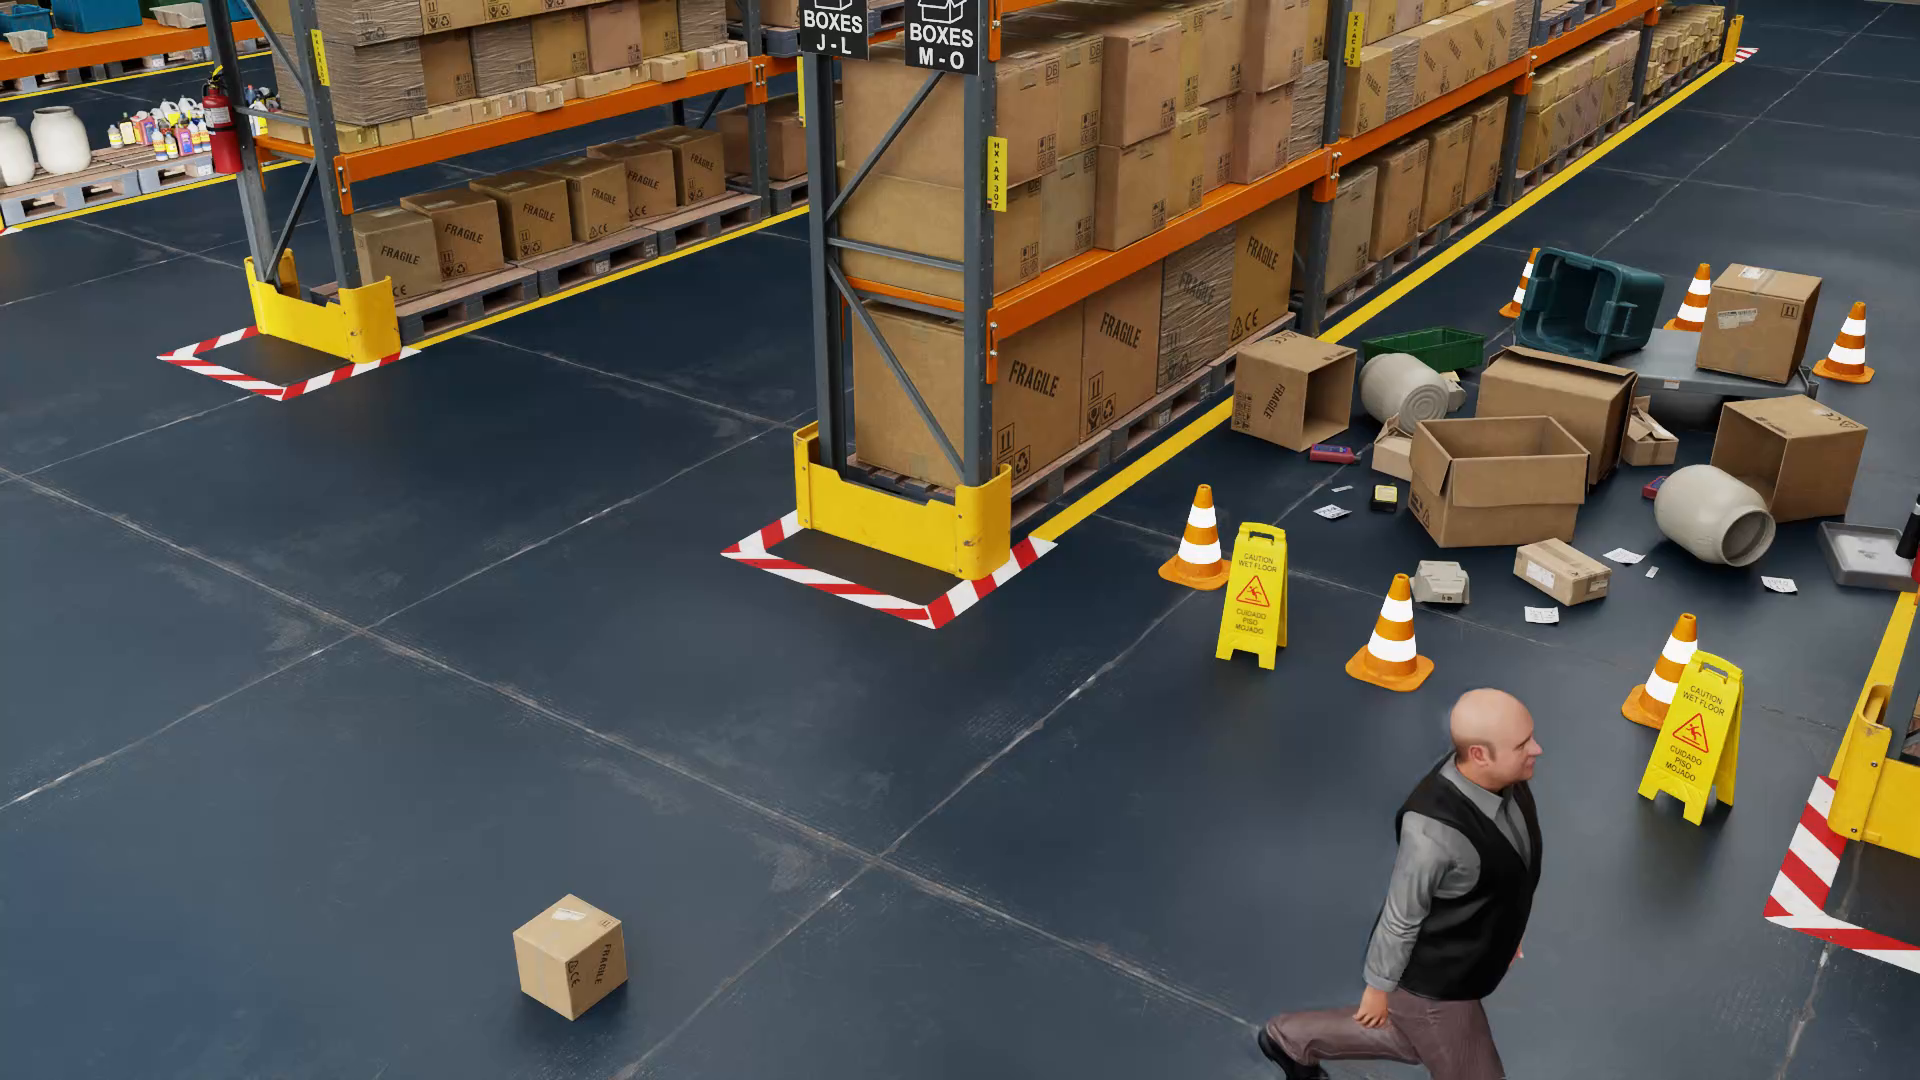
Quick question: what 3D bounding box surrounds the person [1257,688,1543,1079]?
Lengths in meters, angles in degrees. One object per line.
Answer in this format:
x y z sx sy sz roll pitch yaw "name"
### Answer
1.249 1.091 4.479 0.926 1.687 0.548 16 31 28 "person"
